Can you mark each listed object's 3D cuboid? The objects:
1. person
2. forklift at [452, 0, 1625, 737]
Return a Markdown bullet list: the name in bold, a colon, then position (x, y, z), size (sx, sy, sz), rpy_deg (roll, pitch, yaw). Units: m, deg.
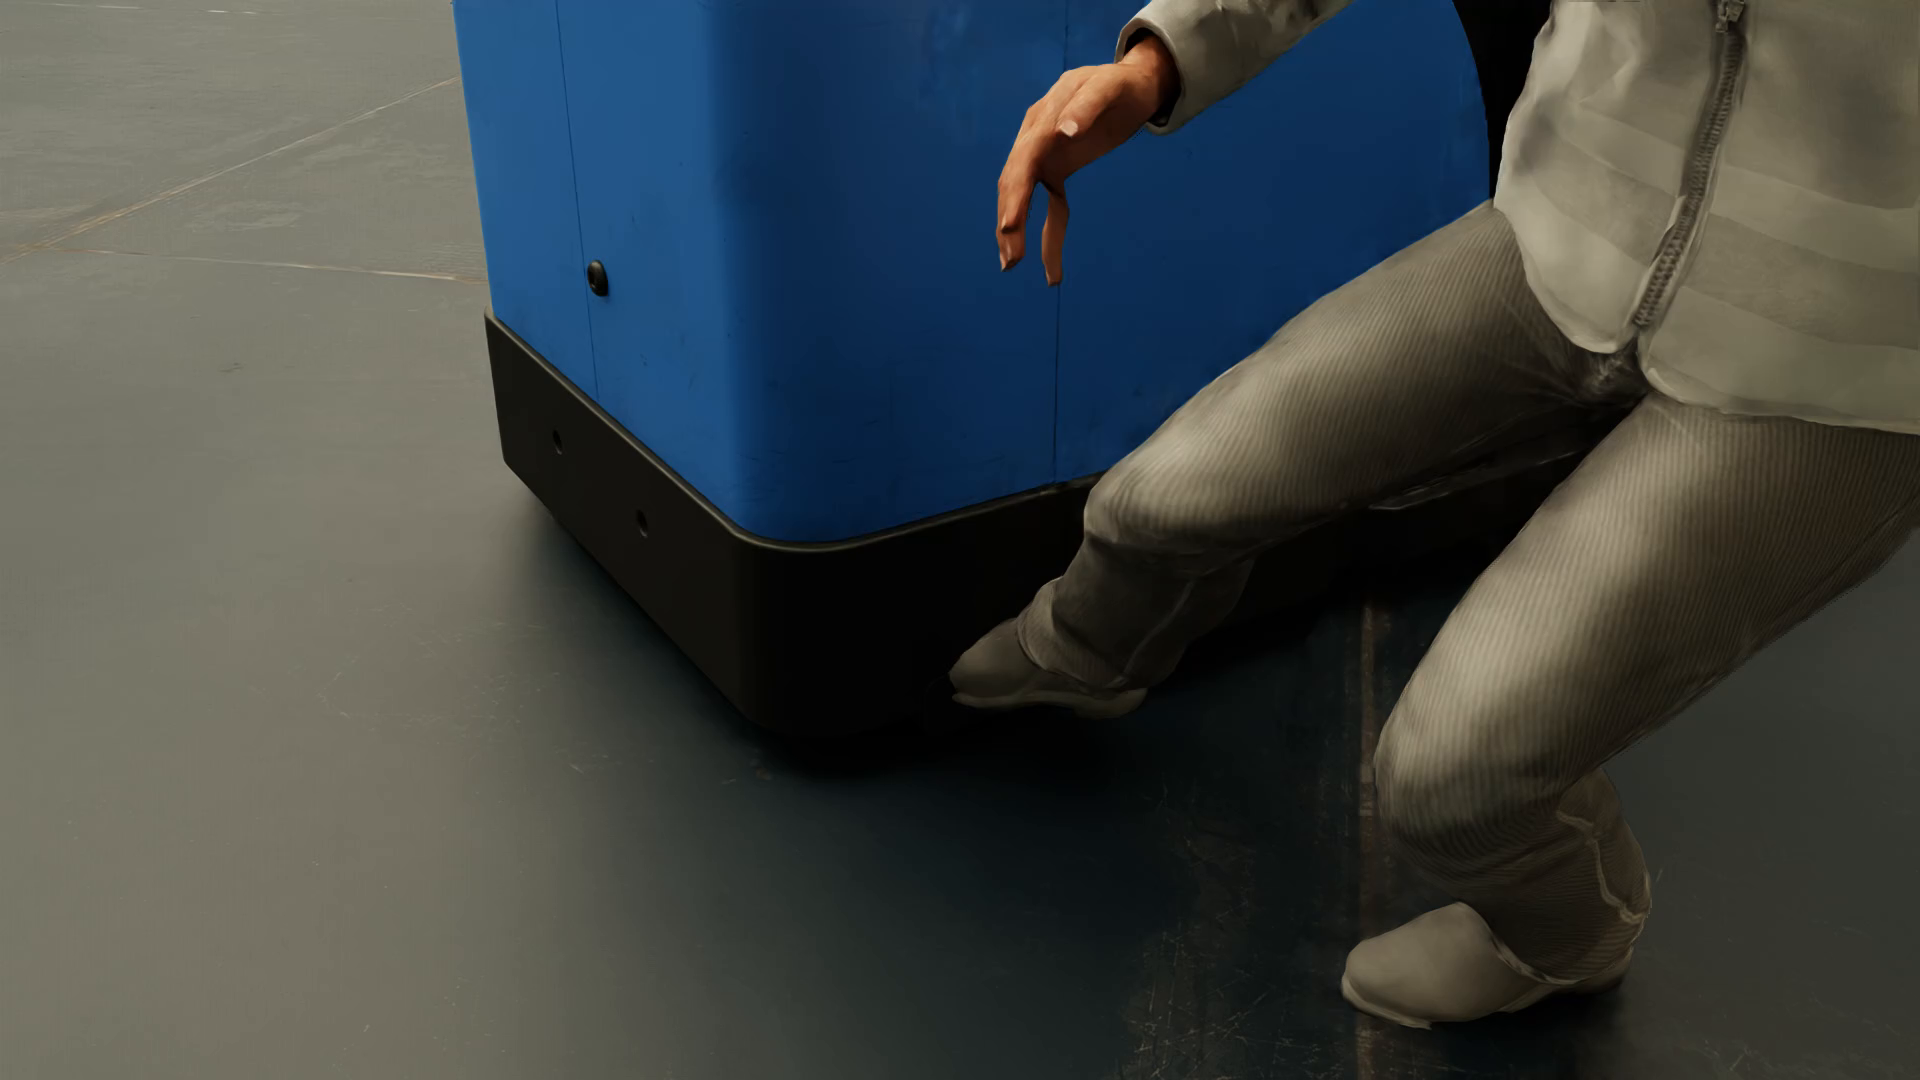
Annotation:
- **person**: position (0.372, -0.199, 1.239), size (0.840, 1.531, 1.403), rpy_deg (-21, 34, -36)
- **forklift**: position (0.805, -1.564, 2.346), size (3.031, 2.935, 1.130), rpy_deg (-16, 31, -28)
